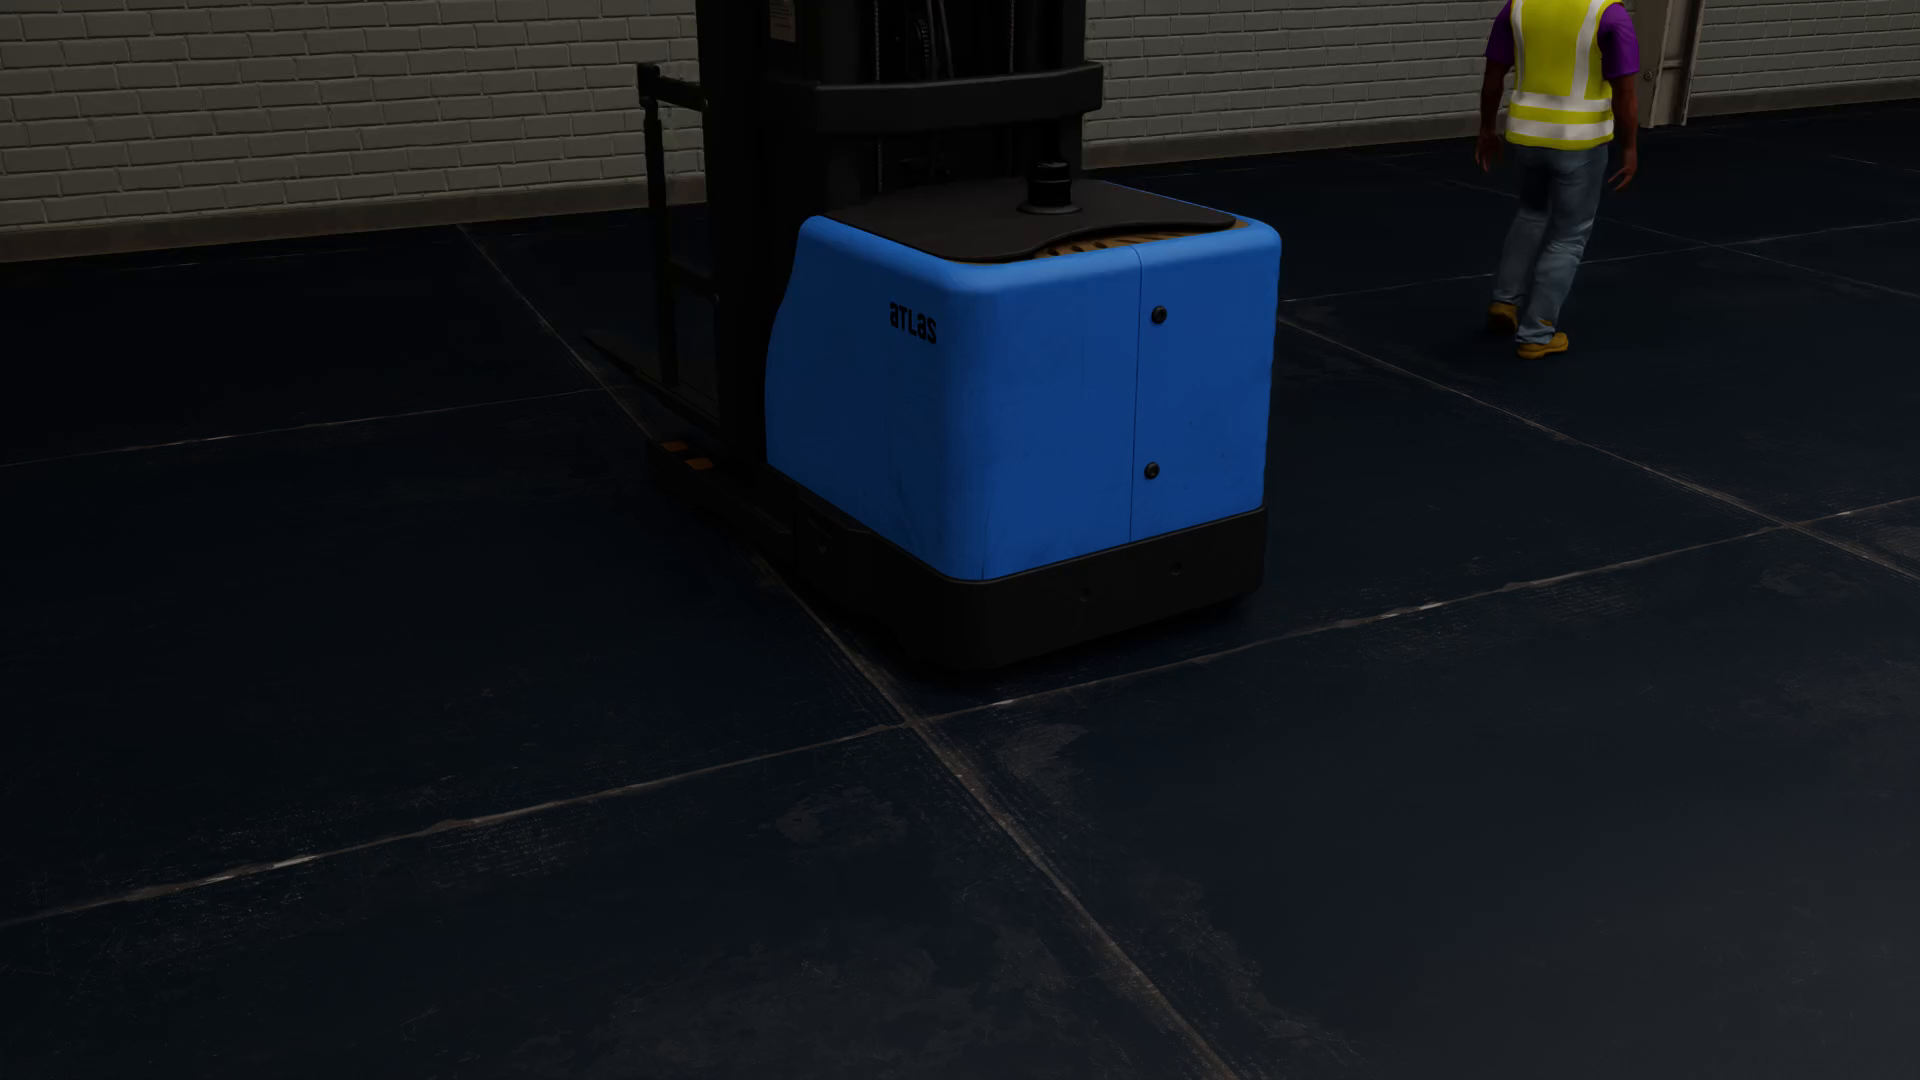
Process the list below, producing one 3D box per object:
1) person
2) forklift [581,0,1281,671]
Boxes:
[{"bbox_3d":[2.462,-1.620,6.788,0.496,1.786,0.677,-18,29,-37],"label":"person"},{"bbox_3d":[-0.377,-1.542,4.998,1.130,2.935,3.031,-14,26,-30],"label":"forklift"}]
